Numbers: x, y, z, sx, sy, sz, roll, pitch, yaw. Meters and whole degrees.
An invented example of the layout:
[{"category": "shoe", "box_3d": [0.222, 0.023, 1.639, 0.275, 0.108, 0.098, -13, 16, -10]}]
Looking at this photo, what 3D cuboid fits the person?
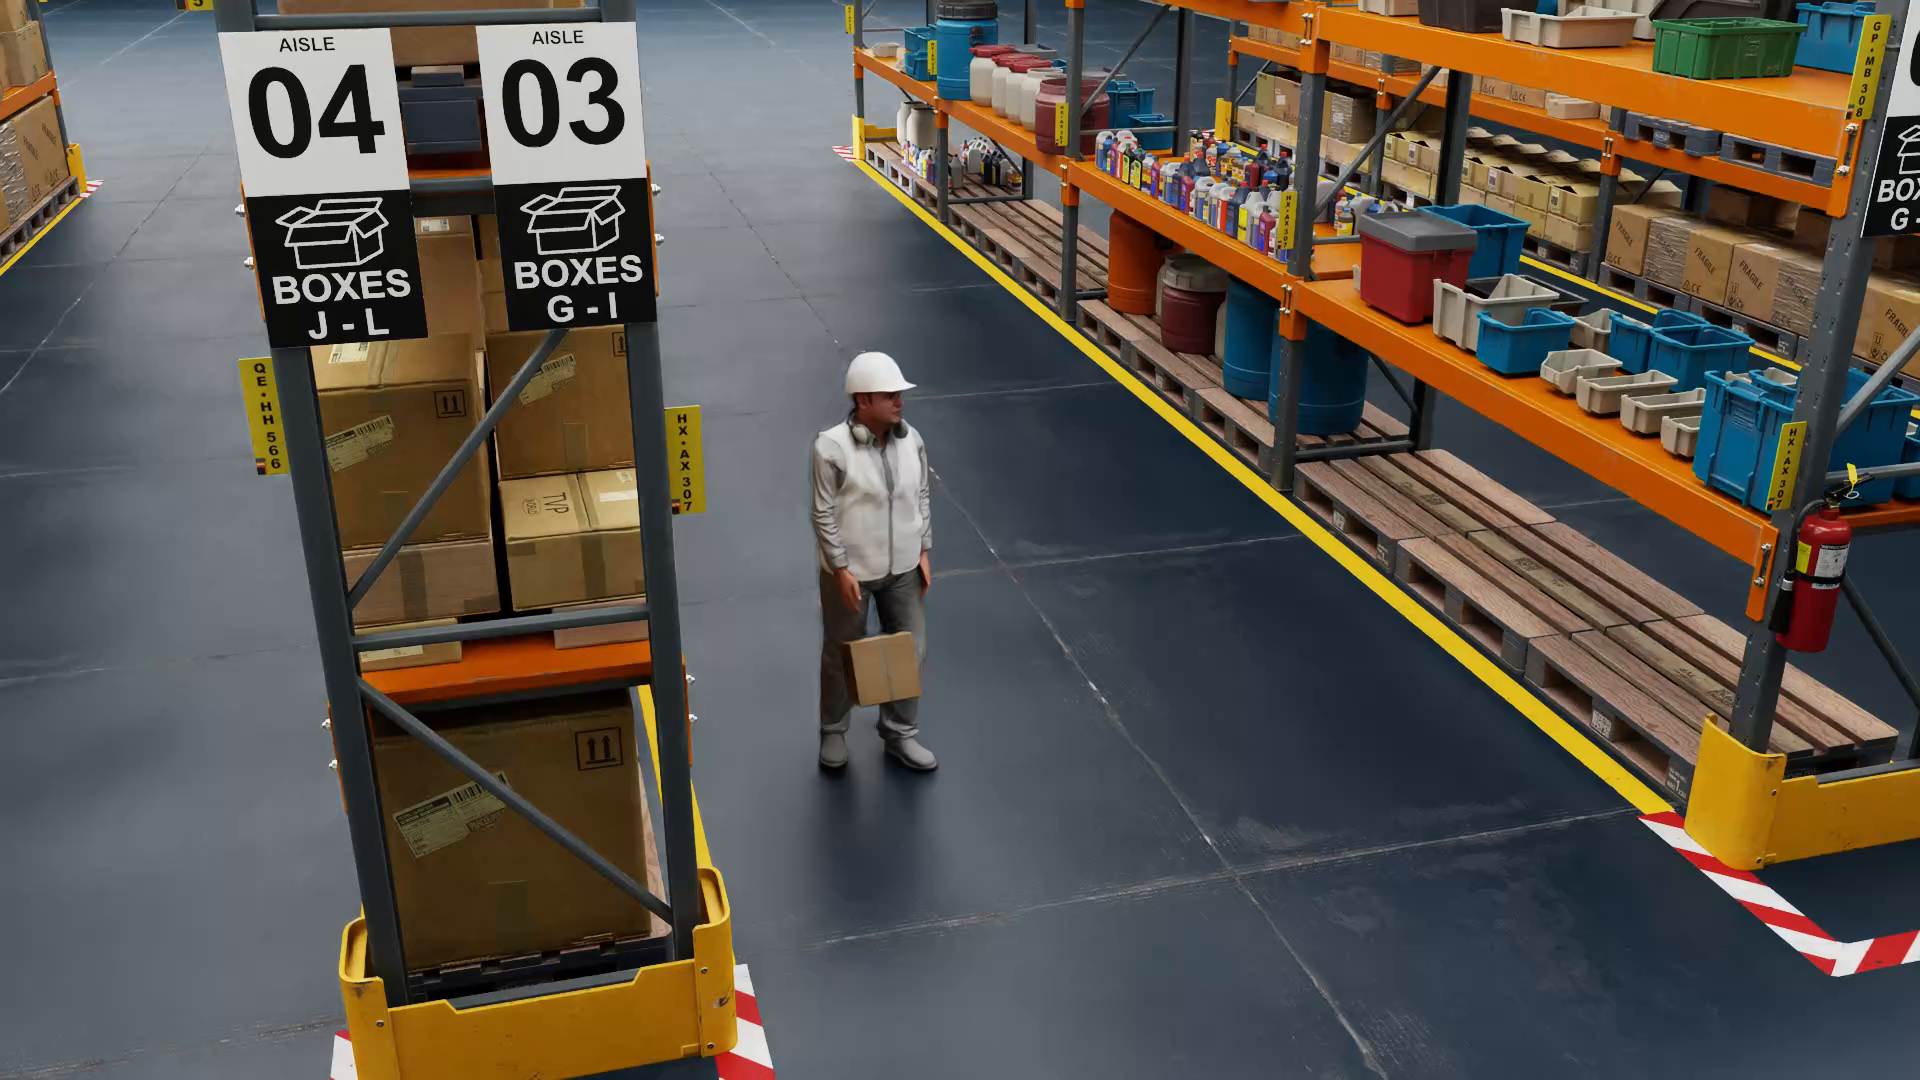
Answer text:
[{"category": "person", "box_3d": [-0.341, 0.105, 6.809, 0.550, 1.774, 0.513, -14, 26, -29]}]
